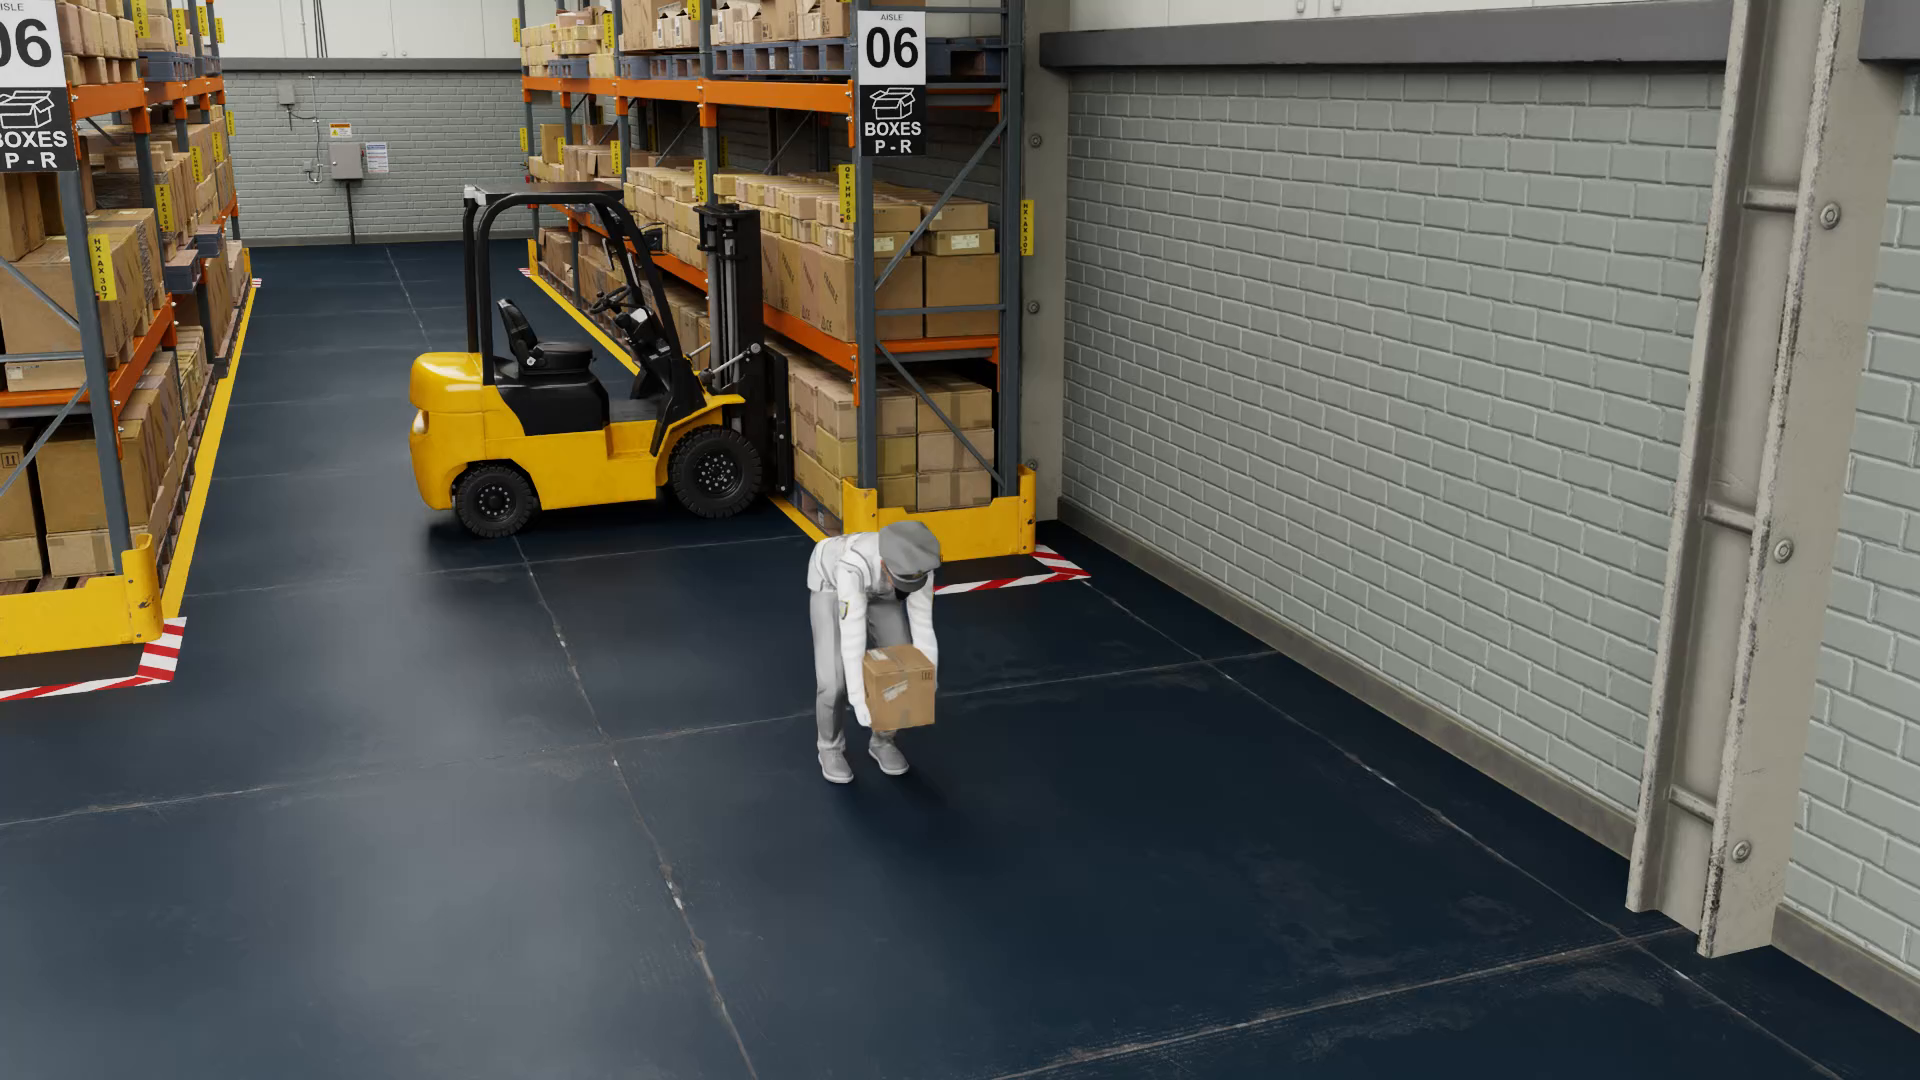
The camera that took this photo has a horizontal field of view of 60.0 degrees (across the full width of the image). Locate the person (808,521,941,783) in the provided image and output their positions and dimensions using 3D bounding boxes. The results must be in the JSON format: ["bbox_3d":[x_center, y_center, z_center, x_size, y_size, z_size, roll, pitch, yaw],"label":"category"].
[{"bbox_3d":[-0.339,0.447,6.778,0.429,1.214,0.904,-7,17,-22],"label":"person"}]
